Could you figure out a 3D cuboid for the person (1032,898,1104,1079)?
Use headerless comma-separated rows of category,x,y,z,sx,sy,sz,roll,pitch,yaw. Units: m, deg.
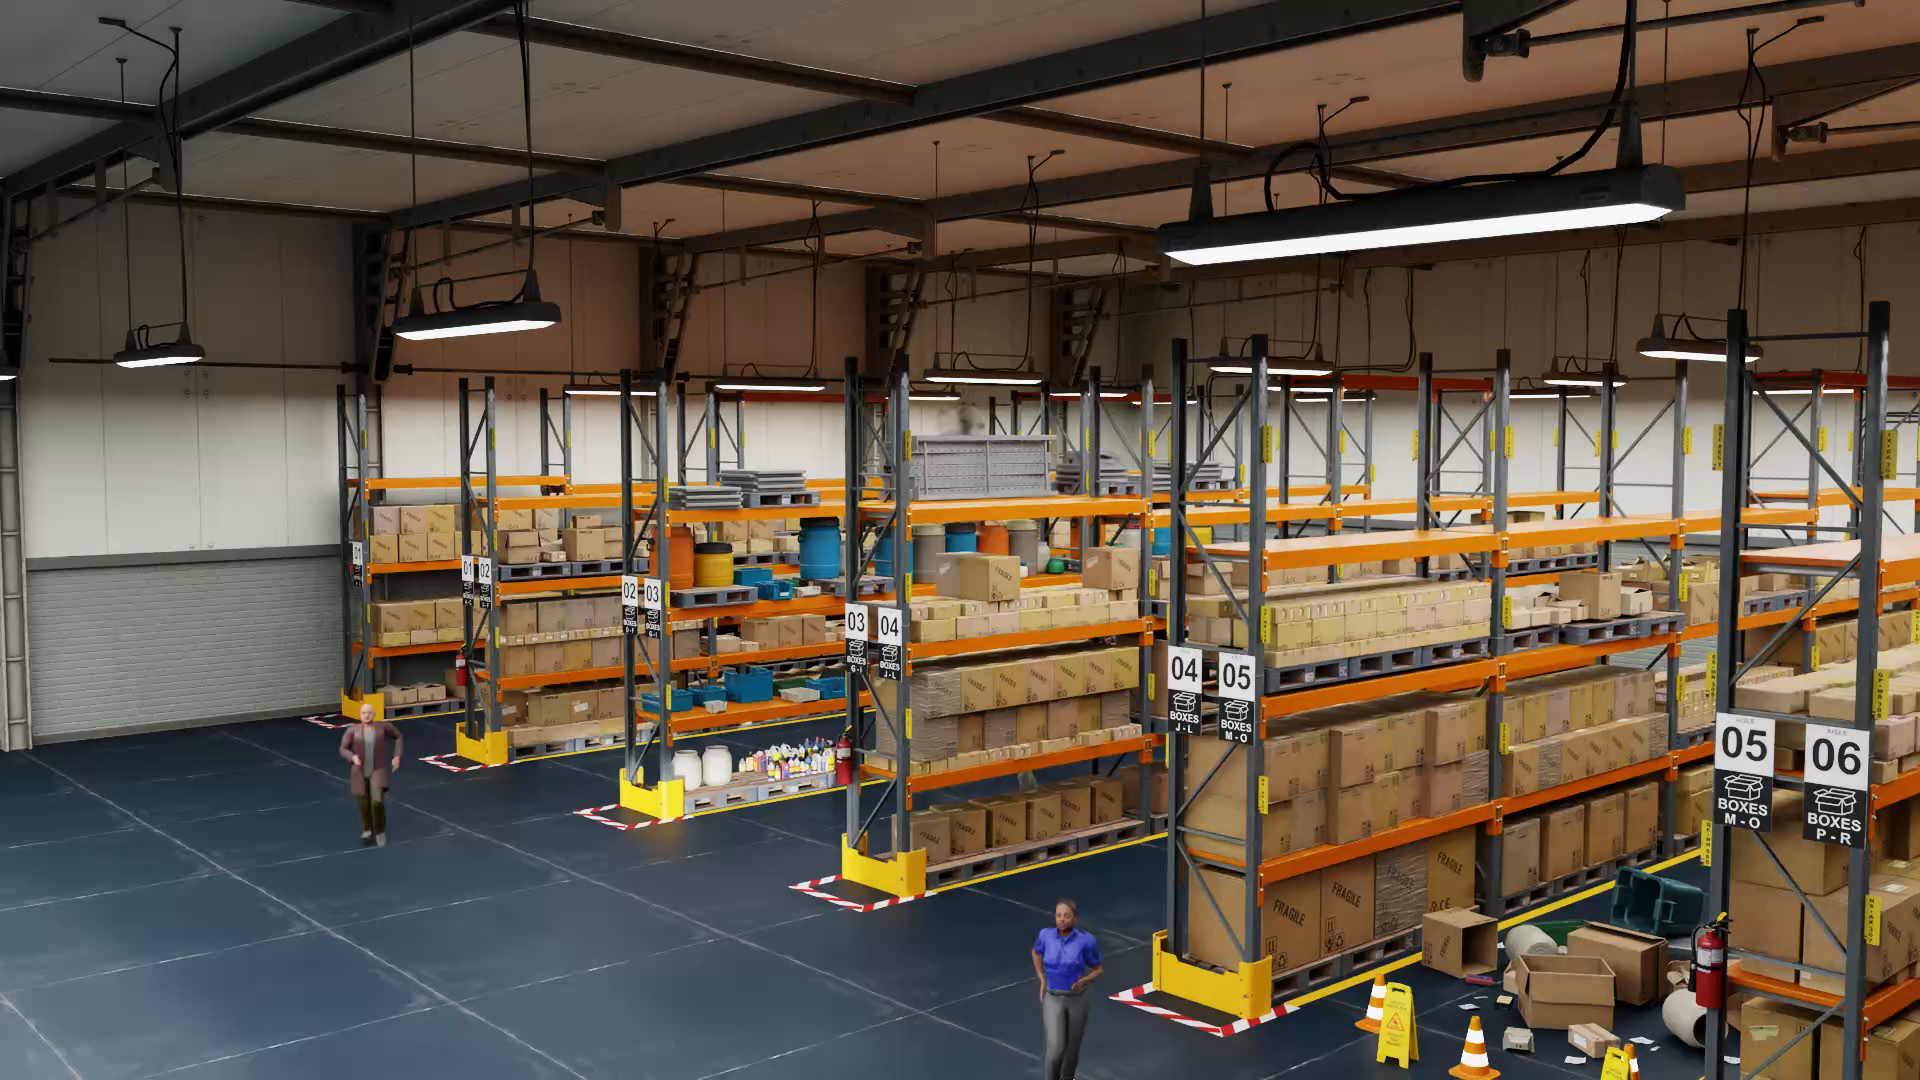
person,0.806,3.541,12.534,0.548,1.672,0.683,0,4,4

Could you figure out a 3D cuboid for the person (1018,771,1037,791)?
person,0.905,2.851,22.632,0.585,1.719,0.708,4,5,44

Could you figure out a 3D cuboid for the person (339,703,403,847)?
person,-7.323,2.941,20.678,0.740,1.831,0.779,-1,4,-14
